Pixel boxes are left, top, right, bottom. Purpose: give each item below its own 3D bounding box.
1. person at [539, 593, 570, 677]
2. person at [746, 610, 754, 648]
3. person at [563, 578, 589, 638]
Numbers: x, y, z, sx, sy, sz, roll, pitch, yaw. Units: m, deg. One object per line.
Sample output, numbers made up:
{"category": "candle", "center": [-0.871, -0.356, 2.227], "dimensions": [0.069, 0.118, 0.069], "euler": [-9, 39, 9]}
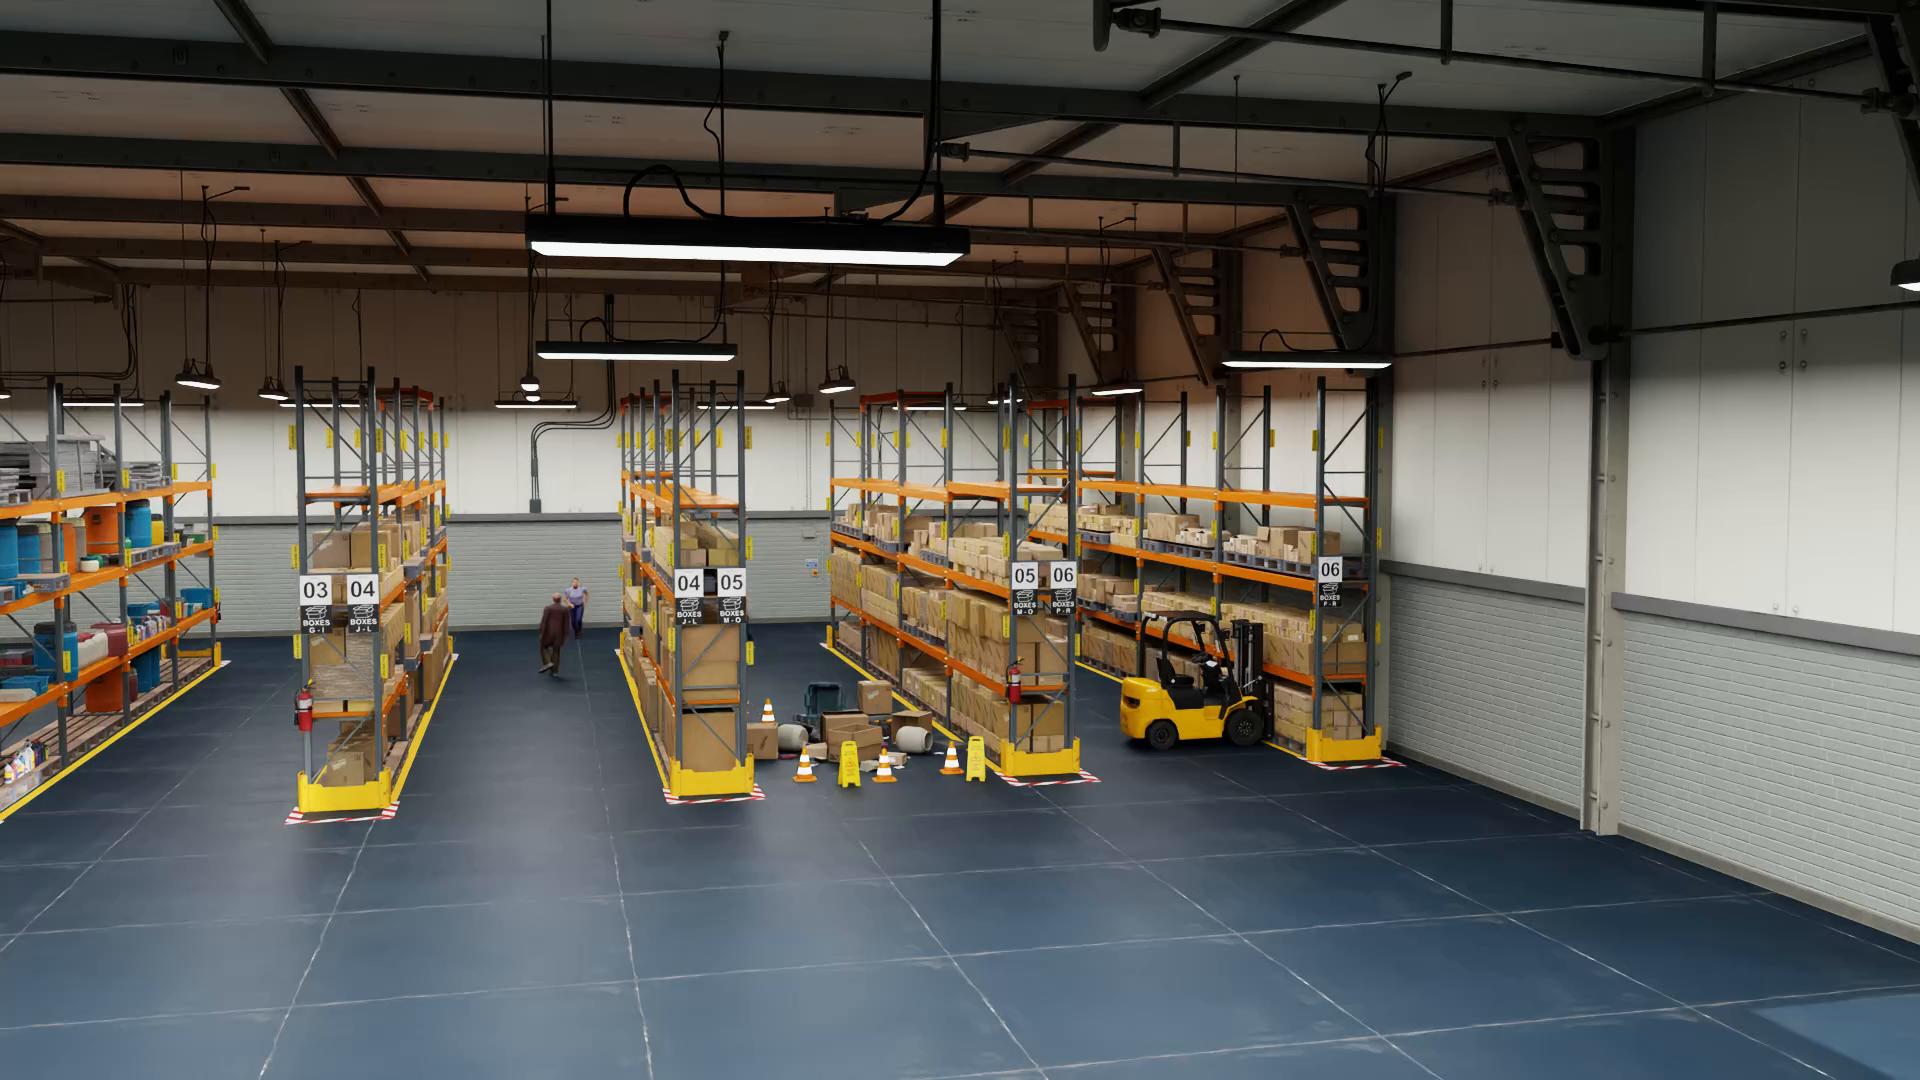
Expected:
{"category": "person", "center": [-8.608, 2.005, 35.233], "dimensions": [0.681, 1.777, 0.527], "euler": [-1, 4, -22]}
{"category": "person", "center": [-5.227, 1.838, 39.791], "dimensions": [0.604, 1.608, 0.431], "euler": [0, 3, 4]}
{"category": "person", "center": [-9.681, 1.718, 41.999], "dimensions": [0.599, 1.561, 0.750], "euler": [0, 3, -4]}
